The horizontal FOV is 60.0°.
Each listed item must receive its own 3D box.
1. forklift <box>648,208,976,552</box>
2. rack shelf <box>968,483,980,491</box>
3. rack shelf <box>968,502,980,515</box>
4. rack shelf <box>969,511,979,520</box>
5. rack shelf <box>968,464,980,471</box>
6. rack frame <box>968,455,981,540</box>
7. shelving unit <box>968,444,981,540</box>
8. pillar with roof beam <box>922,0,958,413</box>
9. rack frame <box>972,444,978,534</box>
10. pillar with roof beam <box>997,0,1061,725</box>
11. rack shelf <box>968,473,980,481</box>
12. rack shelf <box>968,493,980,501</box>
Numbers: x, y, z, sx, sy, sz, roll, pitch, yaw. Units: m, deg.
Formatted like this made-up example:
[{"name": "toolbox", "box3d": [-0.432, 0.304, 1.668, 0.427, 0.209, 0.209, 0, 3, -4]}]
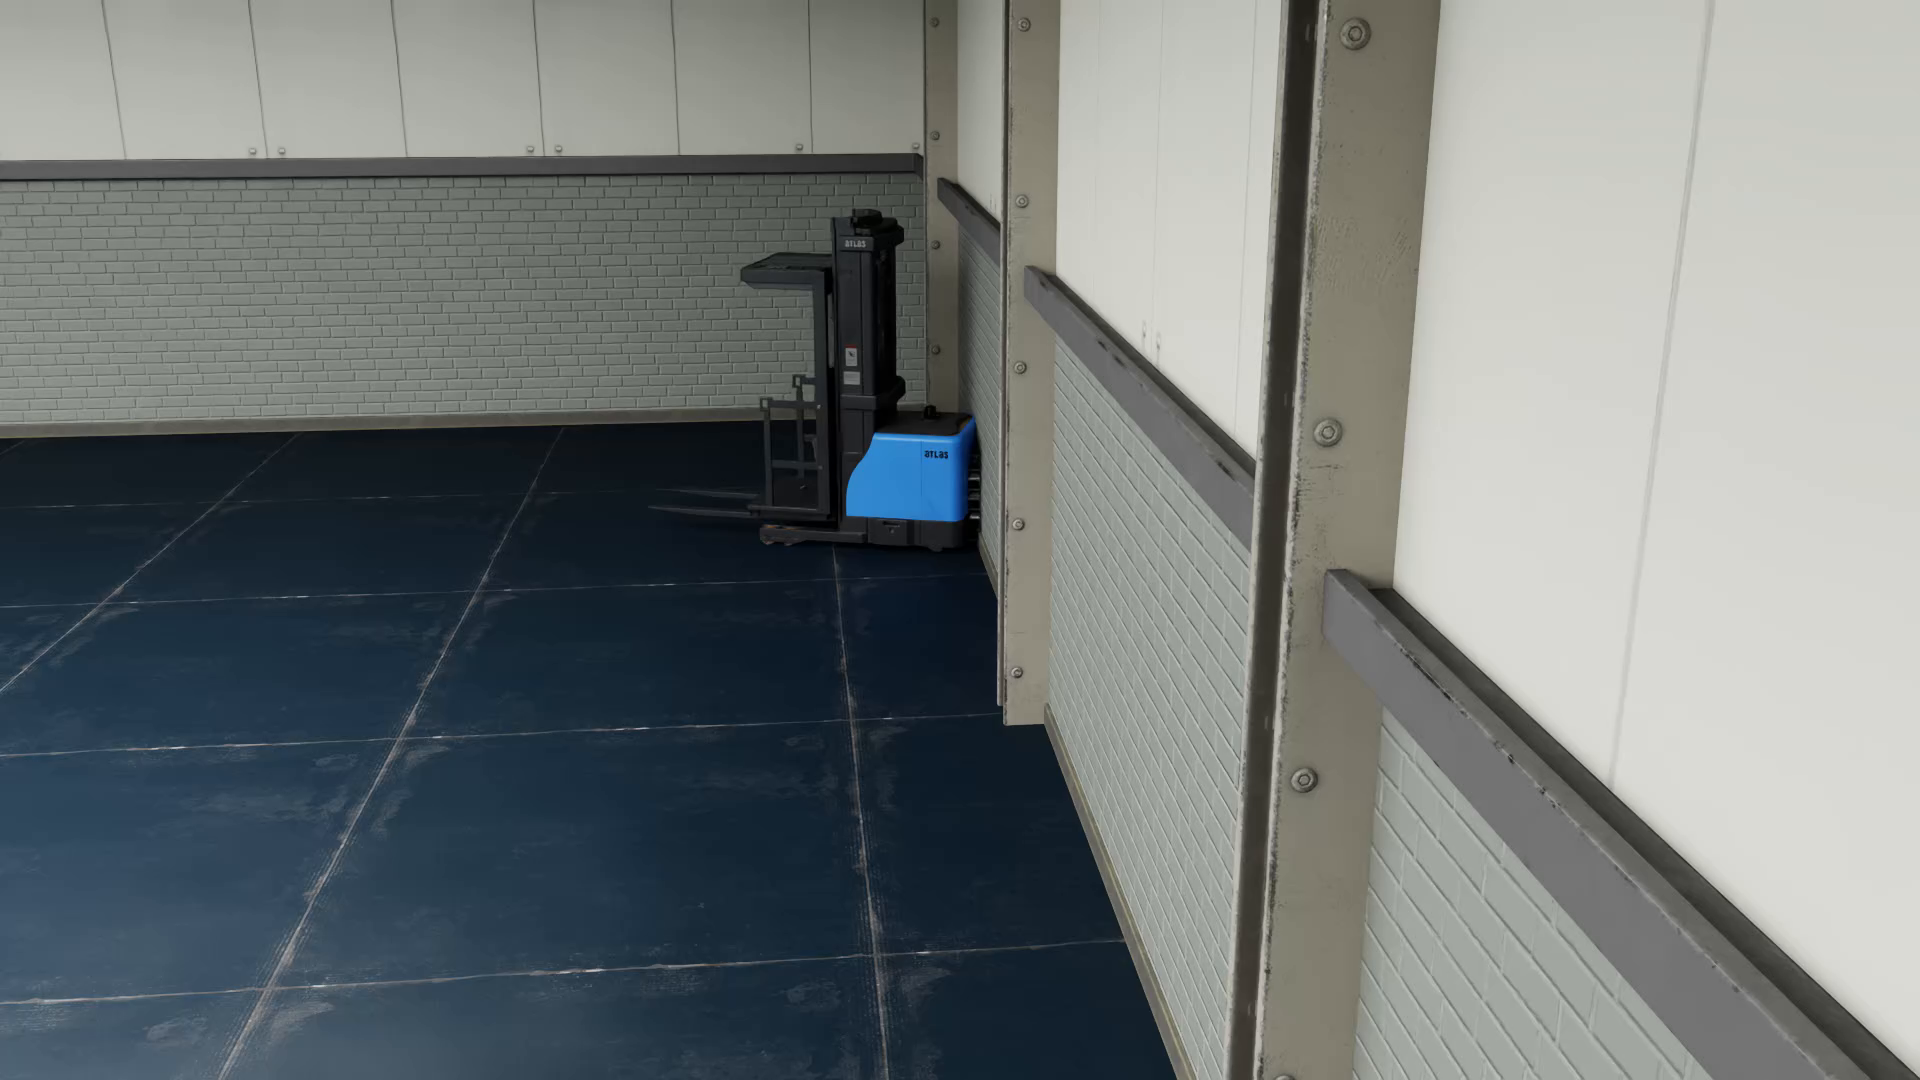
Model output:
[{"name": "forklift", "box3d": [-1.358, -1.497, 15.126, 3.031, 2.935, 1.130, 4, 18, 11]}, {"name": "rack shelf", "box3d": [0.067, -0.459, 15.017, 0.258, 0.077, 0.200, -1, 15, -8]}, {"name": "rack shelf", "box3d": [0.064, -0.285, 15.063, 0.258, 0.077, 0.200, -1, 15, -8]}, {"name": "rack shelf", "box3d": [0.062, -0.198, 15.085, 0.258, 0.077, 0.200, -1, 15, -8]}, {"name": "rack shelf", "box3d": [0.070, -0.633, 14.972, 0.258, 0.077, 0.200, -1, 15, -8]}, {"name": "rack frame", "box3d": [0.080, -0.379, 14.934, 0.240, 0.900, 0.006, -1, 15, -8]}, {"name": "shelving unit", "box3d": [0.066, -0.404, 15.032, 0.258, 0.900, 0.210, -1, 15, -8]}, {"name": "pillar with roof beam", "box3d": [-4.468, -4.757, 15.379, 9.100, 9.000, 0.400, -2, 18, -6]}, {"name": "rack frame", "box3d": [0.051, -0.430, 15.129, 0.240, 0.900, 0.006, -1, 15, -8]}, {"name": "pillar with roof beam", "box3d": [-3.849, -2.970, 9.685, 9.100, 9.000, 0.400, -2, 18, -6]}, {"name": "rack shelf", "box3d": [0.068, -0.546, 14.995, 0.258, 0.077, 0.200, -1, 15, -8]}, {"name": "rack shelf", "box3d": [0.065, -0.372, 15.040, 0.258, 0.077, 0.200, -1, 15, -8]}]
